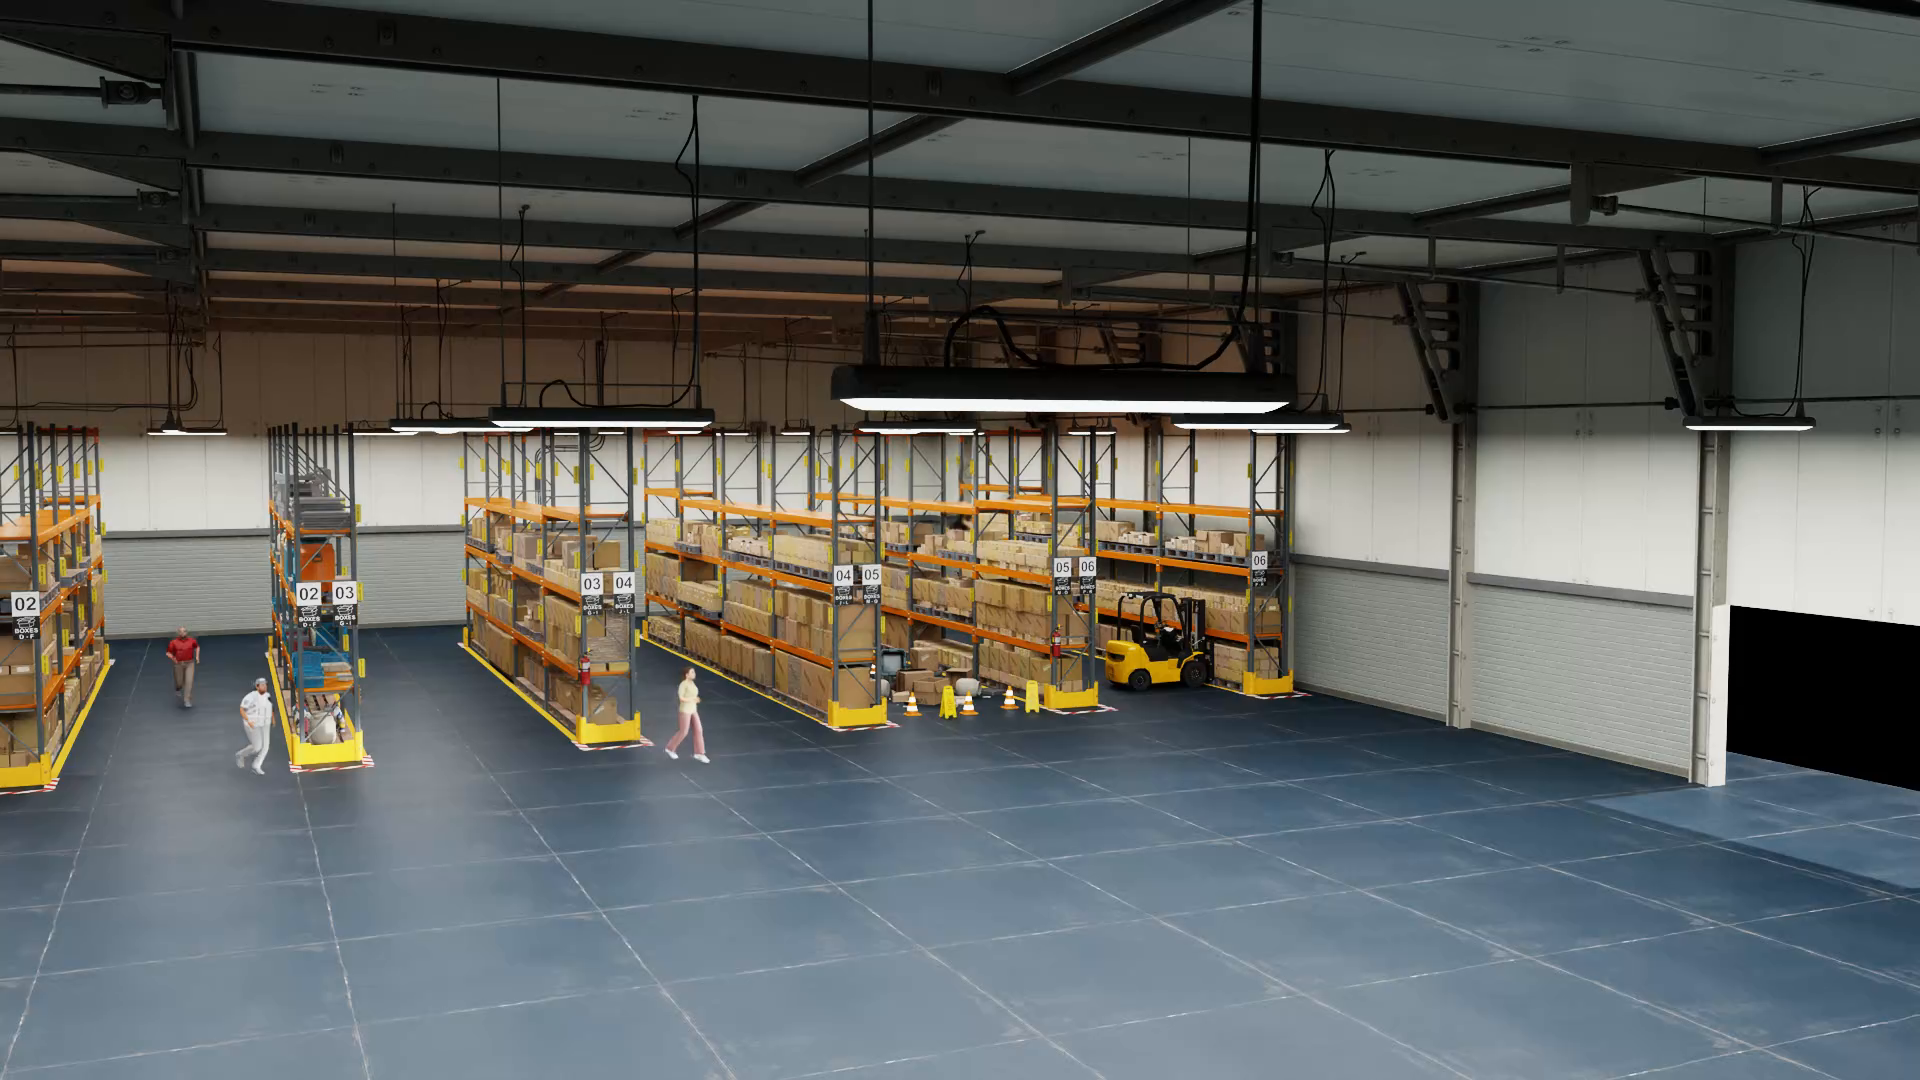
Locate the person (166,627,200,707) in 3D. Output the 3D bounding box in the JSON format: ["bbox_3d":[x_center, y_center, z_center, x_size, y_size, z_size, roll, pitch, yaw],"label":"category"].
[{"bbox_3d":[-16.624,2.707,35.648,0.678,1.685,0.917,-2,4,-32],"label":"person"}]

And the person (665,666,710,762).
[{"bbox_3d":[-4.843,3.081,29.488,0.838,1.703,0.592,1,4,19],"label":"person"}]

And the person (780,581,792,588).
[{"bbox_3d":[-5.297,1.754,50.911,0.887,1.740,0.706,-1,4,-16],"label":"person"}]

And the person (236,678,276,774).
[{"bbox_3d":[-12.073,3.186,28.584,0.545,1.634,0.628,2,4,27],"label":"person"}]
